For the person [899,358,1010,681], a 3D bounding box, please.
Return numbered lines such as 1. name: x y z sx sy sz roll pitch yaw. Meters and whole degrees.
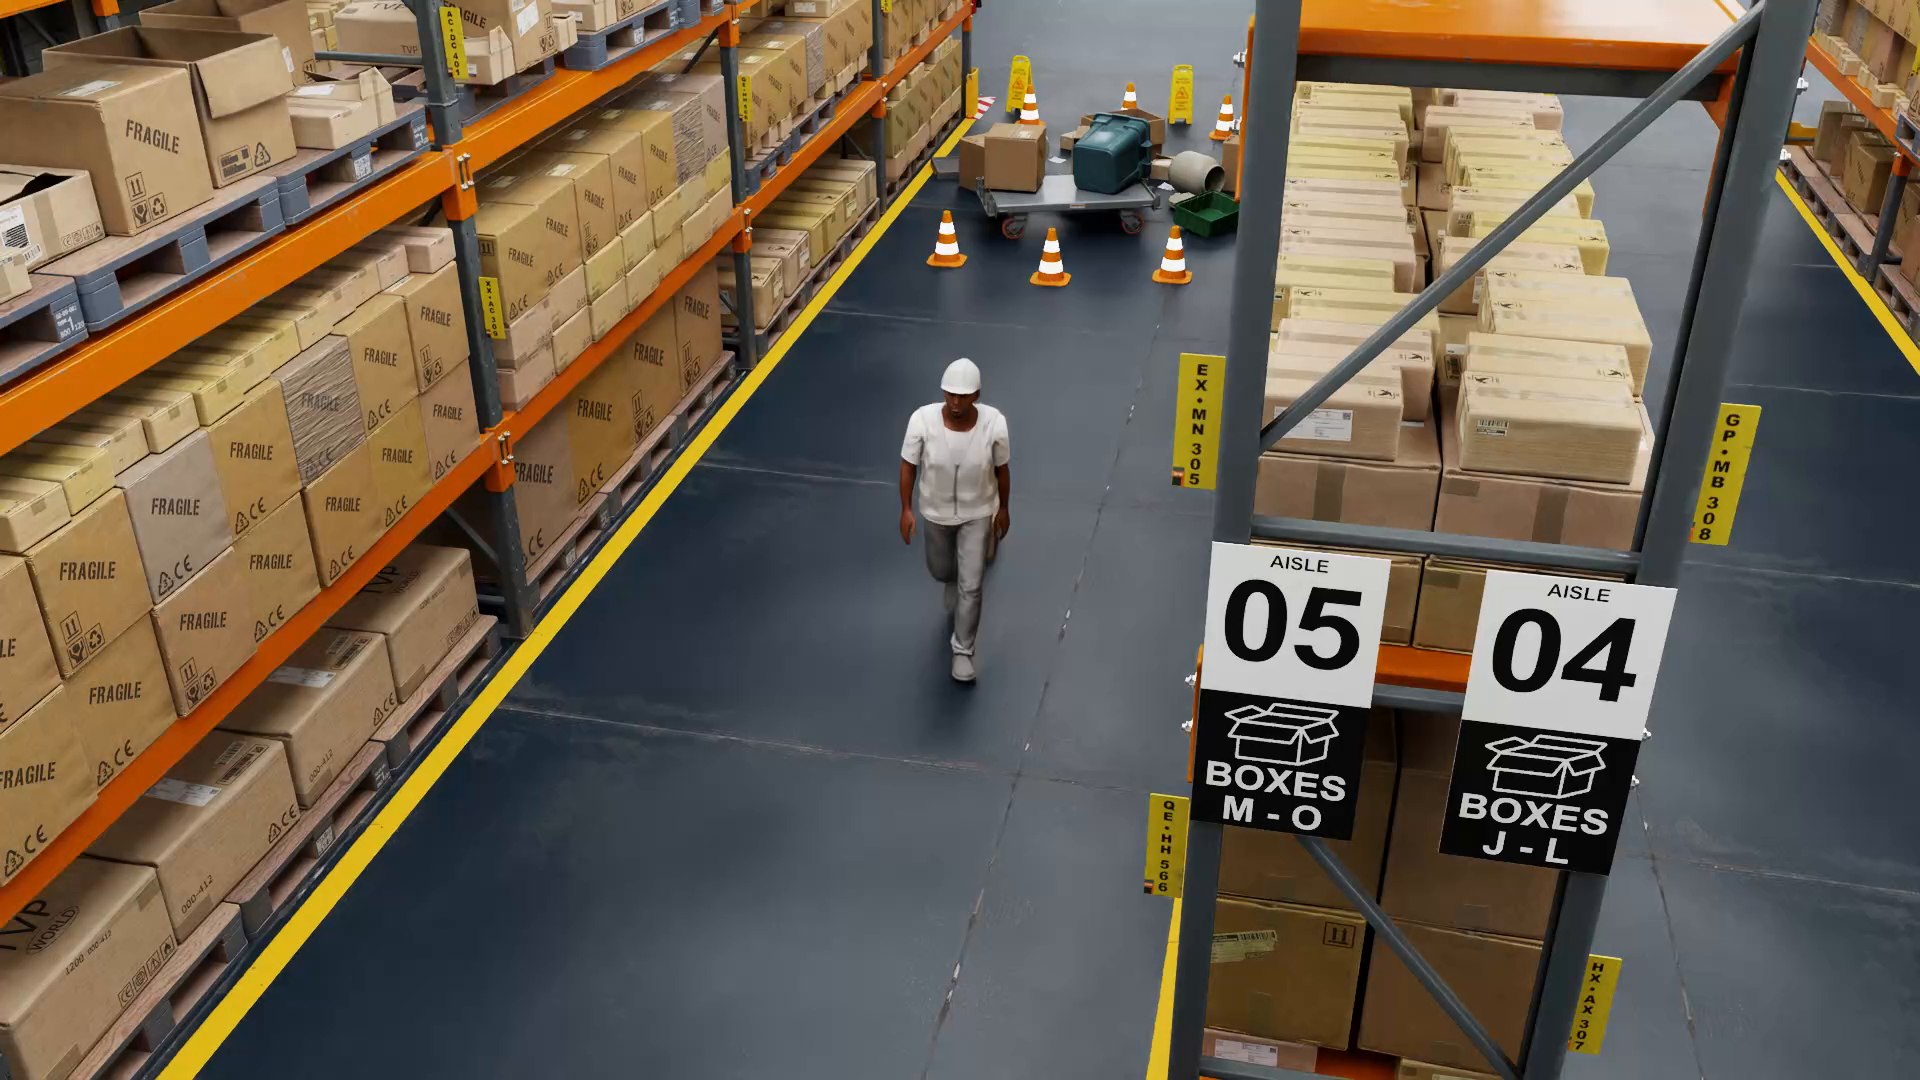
1. person: -0.023 -0.187 8.941 0.586 1.738 0.949 3 29 5
